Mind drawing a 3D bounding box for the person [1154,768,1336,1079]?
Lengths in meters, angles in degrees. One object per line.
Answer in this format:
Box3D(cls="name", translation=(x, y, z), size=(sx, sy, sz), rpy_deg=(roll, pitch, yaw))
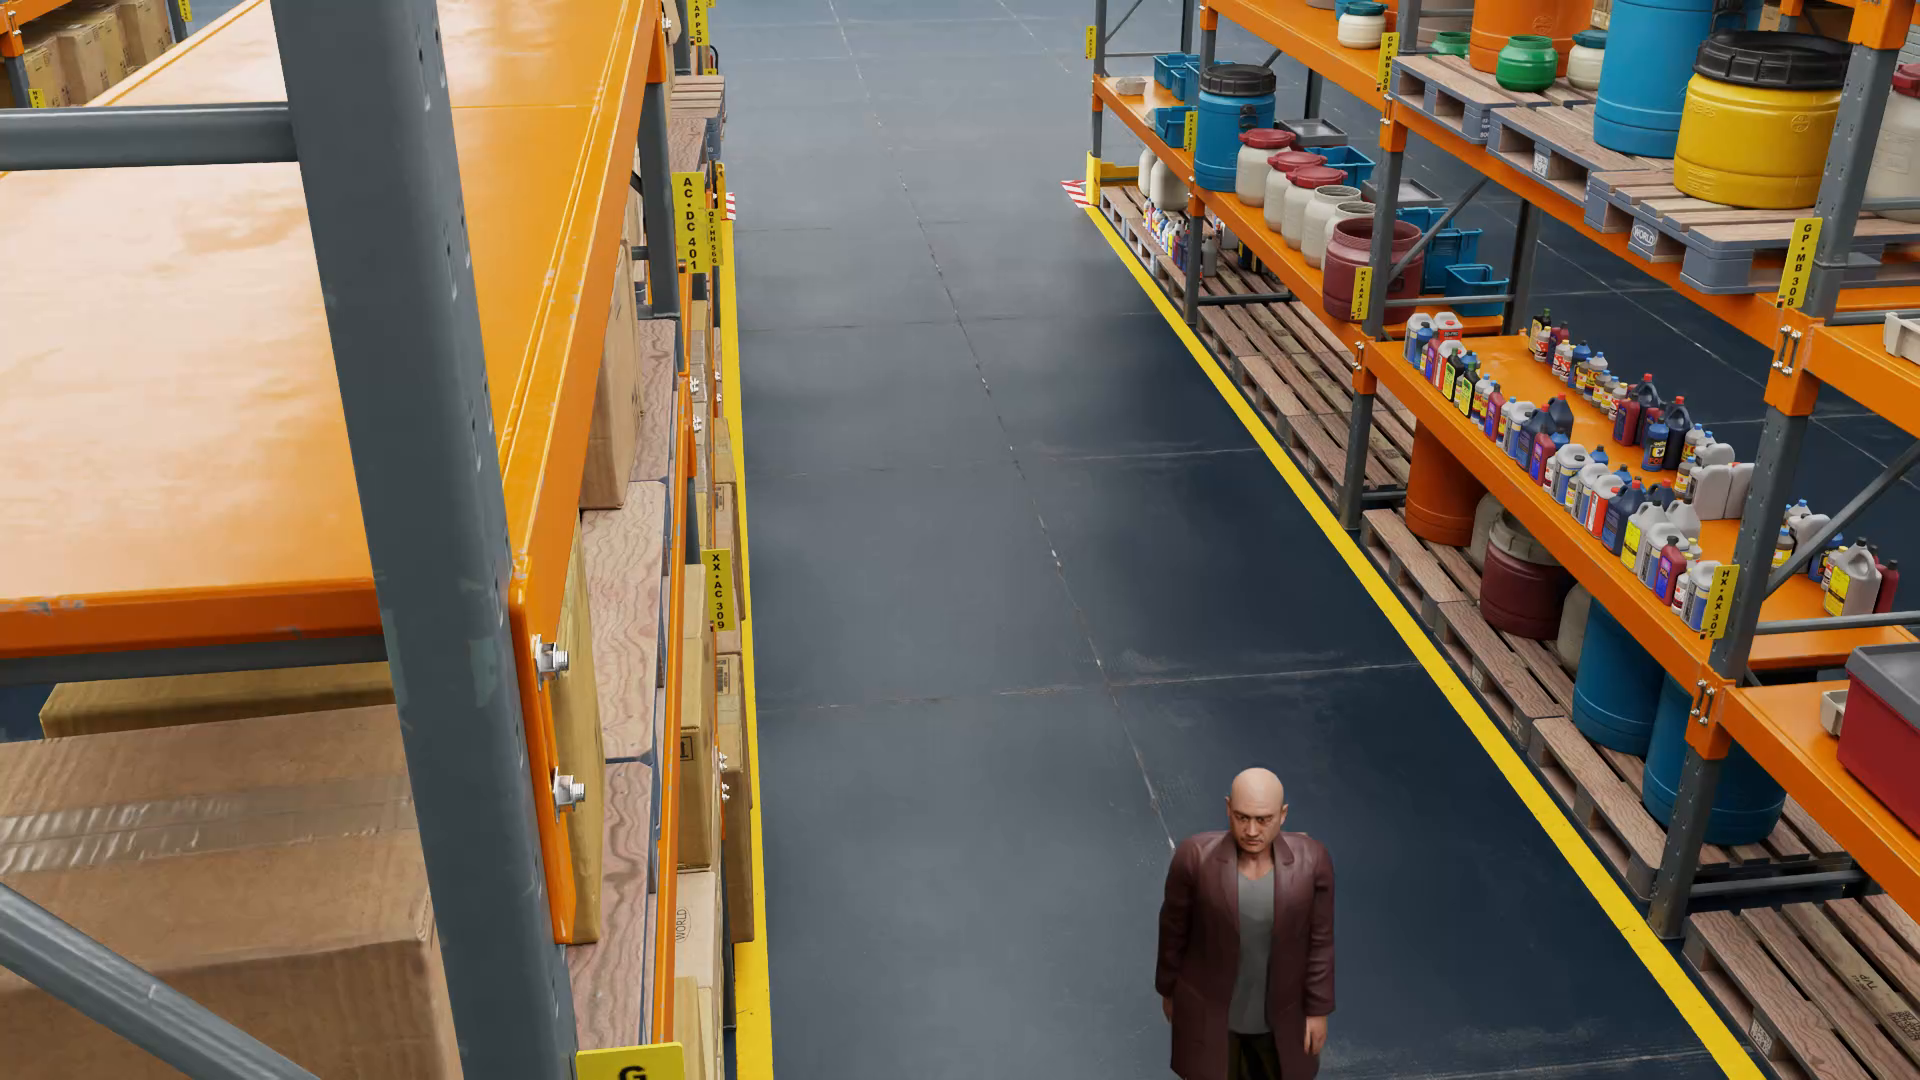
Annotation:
Box3D(cls="person", translation=(0.948, 1.561, 5.587), size=(0.588, 1.672, 0.724), rpy_deg=(1, 27, 2))
